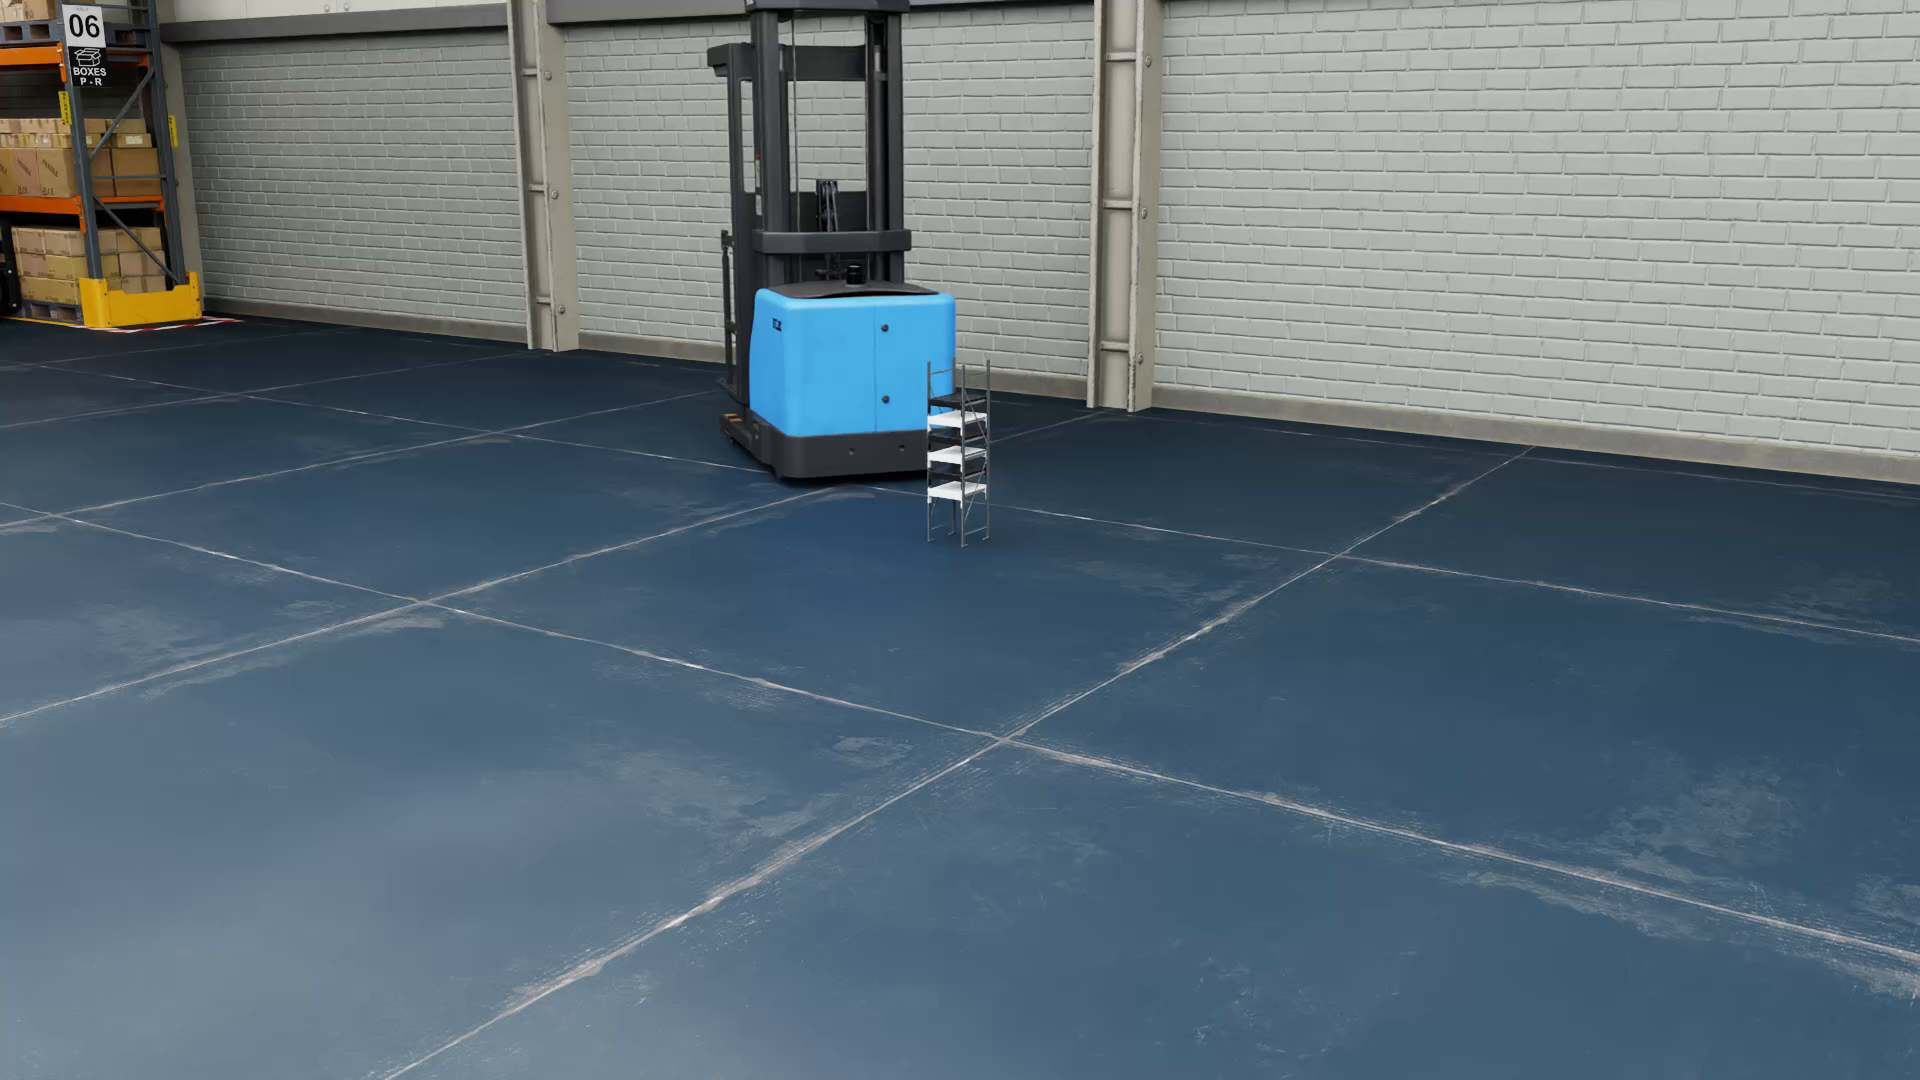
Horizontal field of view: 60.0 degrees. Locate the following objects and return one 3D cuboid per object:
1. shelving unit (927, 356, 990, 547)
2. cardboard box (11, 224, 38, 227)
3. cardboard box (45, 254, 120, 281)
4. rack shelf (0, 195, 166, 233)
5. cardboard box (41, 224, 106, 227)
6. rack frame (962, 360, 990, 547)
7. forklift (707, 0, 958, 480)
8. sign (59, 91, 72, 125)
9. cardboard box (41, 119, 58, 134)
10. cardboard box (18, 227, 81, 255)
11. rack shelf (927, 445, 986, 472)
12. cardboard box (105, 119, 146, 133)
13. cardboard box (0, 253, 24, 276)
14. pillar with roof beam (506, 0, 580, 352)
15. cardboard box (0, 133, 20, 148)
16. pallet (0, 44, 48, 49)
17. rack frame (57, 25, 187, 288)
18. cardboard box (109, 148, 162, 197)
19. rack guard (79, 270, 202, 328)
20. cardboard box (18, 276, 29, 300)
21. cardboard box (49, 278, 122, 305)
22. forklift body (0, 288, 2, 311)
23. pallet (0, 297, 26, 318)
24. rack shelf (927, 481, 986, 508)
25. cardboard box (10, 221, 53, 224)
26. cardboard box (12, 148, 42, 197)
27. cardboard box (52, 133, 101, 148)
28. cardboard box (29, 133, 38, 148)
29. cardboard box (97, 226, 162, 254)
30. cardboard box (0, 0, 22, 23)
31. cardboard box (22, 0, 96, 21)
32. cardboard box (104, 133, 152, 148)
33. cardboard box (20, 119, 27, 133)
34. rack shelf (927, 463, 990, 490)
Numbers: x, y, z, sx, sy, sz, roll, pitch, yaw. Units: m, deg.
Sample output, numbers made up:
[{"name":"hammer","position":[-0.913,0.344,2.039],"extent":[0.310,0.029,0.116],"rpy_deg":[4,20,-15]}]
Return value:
[{"name":"shelving unit","position":[-0.007,-0.438,8.219],"extent":[0.210,0.900,0.258],"rpy_deg":[9,17,33]},{"name":"cardboard box","position":[-10.522,-3.337,18.330],"extent":[0.500,0.250,0.500],"rpy_deg":[9,16,32]},{"name":"cardboard box","position":[-9.277,-2.896,17.586],"extent":[0.500,0.250,0.500],"rpy_deg":[9,16,32]},{"name":"rack shelf","position":[-10.358,-3.700,18.525],"extent":[4.000,0.370,1.077],"rpy_deg":[9,17,33]},{"name":"cardboard box","position":[-9.817,-3.373,18.475],"extent":[0.500,0.250,0.500],"rpy_deg":[9,17,32]},{"name":"rack frame","position":[0.078,-0.424,8.164],"extent":[0.006,0.900,0.240],"rpy_deg":[9,17,33]},{"name":"forklift","position":[-0.966,-2.081,10.631],"extent":[1.130,2.935,3.031],"rpy_deg":[-5,15,-18]},{"name":"sign","position":[-9.013,-4.352,16.757],"extent":[0.005,0.325,0.100],"rpy_deg":[9,17,33]},{"name":"cardboard box","position":[-9.335,-4.322,17.362],"extent":[0.250,0.149,0.380],"rpy_deg":[9,17,33]},{"name":"cardboard box","position":[-9.681,-3.202,17.785],"extent":[0.500,0.250,0.500],"rpy_deg":[10,17,34]},{"name":"rack shelf","position":[-0.007,-0.406,8.227],"extent":[0.200,0.077,0.258],"rpy_deg":[9,17,33]},{"name":"cardboard box","position":[-8.858,-4.376,17.583],"extent":[0.250,0.149,0.380],"rpy_deg":[9,16,32]},{"name":"cardboard box","position":[-10.127,-3.030,18.129],"extent":[0.500,0.250,0.500],"rpy_deg":[9,16,32]},{"name":"pillar with roof beam","position":[-6.197,-5.303,11.019],"extent":[0.400,9.000,9.100],"rpy_deg":[9,17,33]},{"name":"cardboard box","position":[-9.999,-4.272,17.781],"extent":[0.250,0.149,0.380],"rpy_deg":[9,16,31]},{"name":"pallet","position":[-10.287,-5.458,18.069],"extent":[1.213,0.211,1.003],"rpy_deg":[9,17,33]},{"name":"rack frame","position":[-8.698,-3.781,17.355],"extent":[0.127,3.000,1.000],"rpy_deg":[9,17,33]},{"name":"cardboard box","position":[-8.954,-3.951,17.835],"extent":[0.500,0.500,0.500],"rpy_deg":[10,17,35]},{"name":"rack guard","position":[-8.678,-2.564,17.642],"extent":[0.348,0.500,1.175],"rpy_deg":[9,17,33]},{"name":"cardboard box","position":[-10.082,-2.788,18.190],"extent":[0.500,0.250,0.500],"rpy_deg":[9,17,33]},{"name":"cardboard box","position":[-9.265,-2.650,17.635],"extent":[0.500,0.250,0.500],"rpy_deg":[9,17,33]},{"name":"forklift body","position":[-11.290,-3.260,17.014],"extent":[1.214,2.155,2.313],"rpy_deg":[9,17,33]},{"name":"pallet","position":[-10.364,-2.685,18.732],"extent":[1.213,0.211,1.003],"rpy_deg":[9,17,33]},{"name":"rack shelf","position":[-0.007,-0.231,8.271],"extent":[0.200,0.077,0.258],"rpy_deg":[9,17,33]},{"name":"cardboard box","position":[-10.660,-3.509,19.023],"extent":[0.500,0.250,0.500],"rpy_deg":[9,17,33]},{"name":"cardboard box","position":[-9.679,-3.915,17.686],"extent":[0.500,0.500,0.500],"rpy_deg":[10,17,35]},{"name":"cardboard box","position":[-9.142,-4.135,17.227],"extent":[0.250,0.149,0.380],"rpy_deg":[9,17,34]},{"name":"cardboard box","position":[-9.552,-4.210,17.531],"extent":[0.250,0.149,0.380],"rpy_deg":[10,17,34]},{"name":"cardboard box","position":[-8.991,-3.238,17.927],"extent":[0.500,0.250,0.500],"rpy_deg":[9,16,32]},{"name":"cardboard box","position":[-9.766,-5.509,17.290],"extent":[0.258,0.266,0.396],"rpy_deg":[9,17,33]},{"name":"cardboard box","position":[-9.202,-5.549,16.963],"extent":[0.500,0.500,0.500],"rpy_deg":[10,17,35]},{"name":"cardboard box","position":[-8.835,-4.242,17.657],"extent":[0.250,0.149,0.380],"rpy_deg":[9,16,31]},{"name":"cardboard box","position":[-9.732,-4.400,17.676],"extent":[0.250,0.149,0.380],"rpy_deg":[9,17,33]},{"name":"rack shelf","position":[-0.007,-0.318,8.249],"extent":[0.200,0.077,0.258],"rpy_deg":[9,17,33]}]
